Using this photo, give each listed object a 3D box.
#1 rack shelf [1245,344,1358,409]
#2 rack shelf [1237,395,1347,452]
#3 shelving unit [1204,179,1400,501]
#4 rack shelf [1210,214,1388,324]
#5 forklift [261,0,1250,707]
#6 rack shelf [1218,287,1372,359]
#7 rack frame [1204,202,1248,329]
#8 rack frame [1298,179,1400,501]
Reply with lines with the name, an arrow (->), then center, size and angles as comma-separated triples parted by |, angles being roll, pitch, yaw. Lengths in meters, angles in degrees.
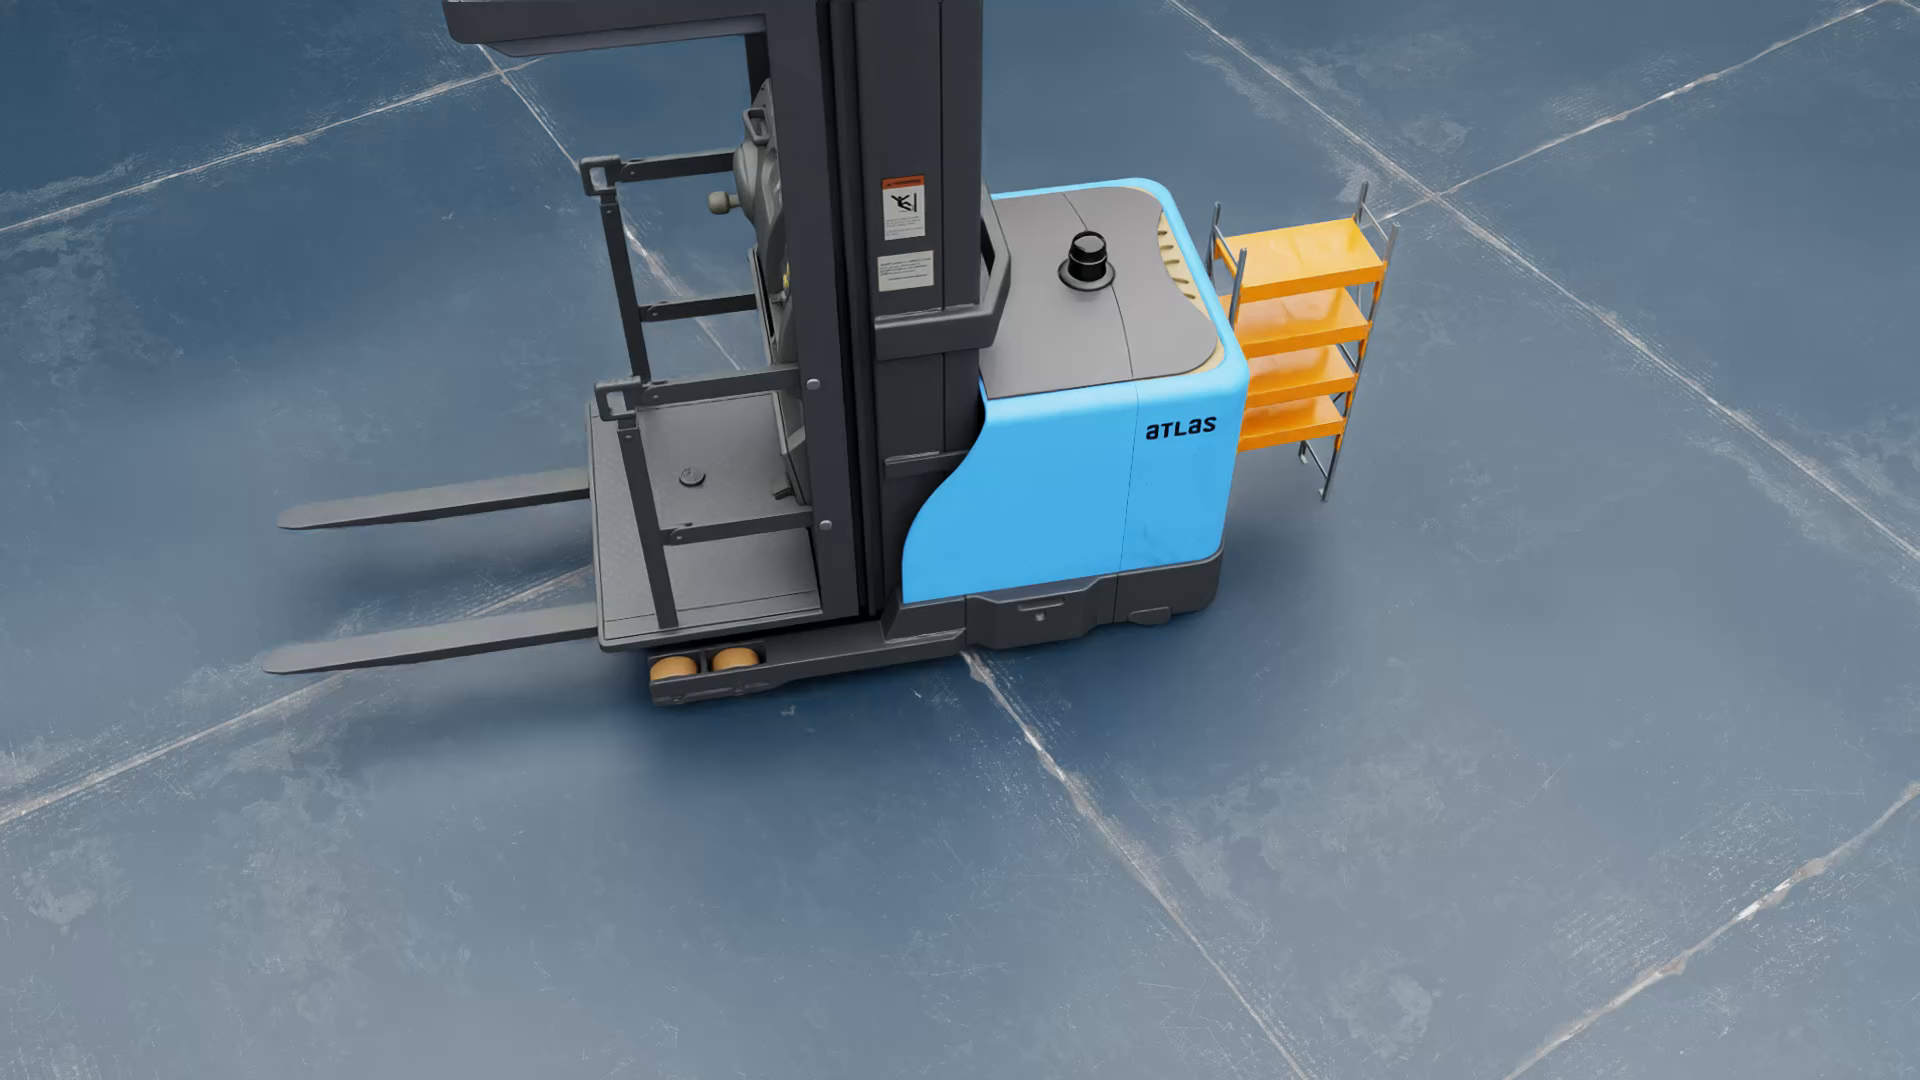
rack shelf -> 1.035, -0.537, 5.510 | 0.480, 0.148, 0.258 | -11, 49, -10
rack shelf -> 1.032, -0.405, 5.657 | 0.480, 0.148, 0.258 | -11, 49, -10
shelving unit -> 1.036, -0.582, 5.459 | 0.503, 1.200, 0.258 | -11, 49, -10
rack shelf -> 1.042, -0.845, 5.167 | 0.480, 0.148, 0.258 | -11, 49, -10
forklift -> -0.716, -0.882, 4.572 | 3.031, 2.935, 1.130 | -8, 49, -7
rack shelf -> 1.039, -0.687, 5.343 | 0.480, 0.148, 0.258 | -11, 49, -10
rack frame -> 0.800, -0.538, 5.415 | 0.015, 1.200, 0.240 | -11, 49, -10
rack frame -> 1.272, -0.626, 5.504 | 0.015, 1.200, 0.240 | -11, 49, -10
